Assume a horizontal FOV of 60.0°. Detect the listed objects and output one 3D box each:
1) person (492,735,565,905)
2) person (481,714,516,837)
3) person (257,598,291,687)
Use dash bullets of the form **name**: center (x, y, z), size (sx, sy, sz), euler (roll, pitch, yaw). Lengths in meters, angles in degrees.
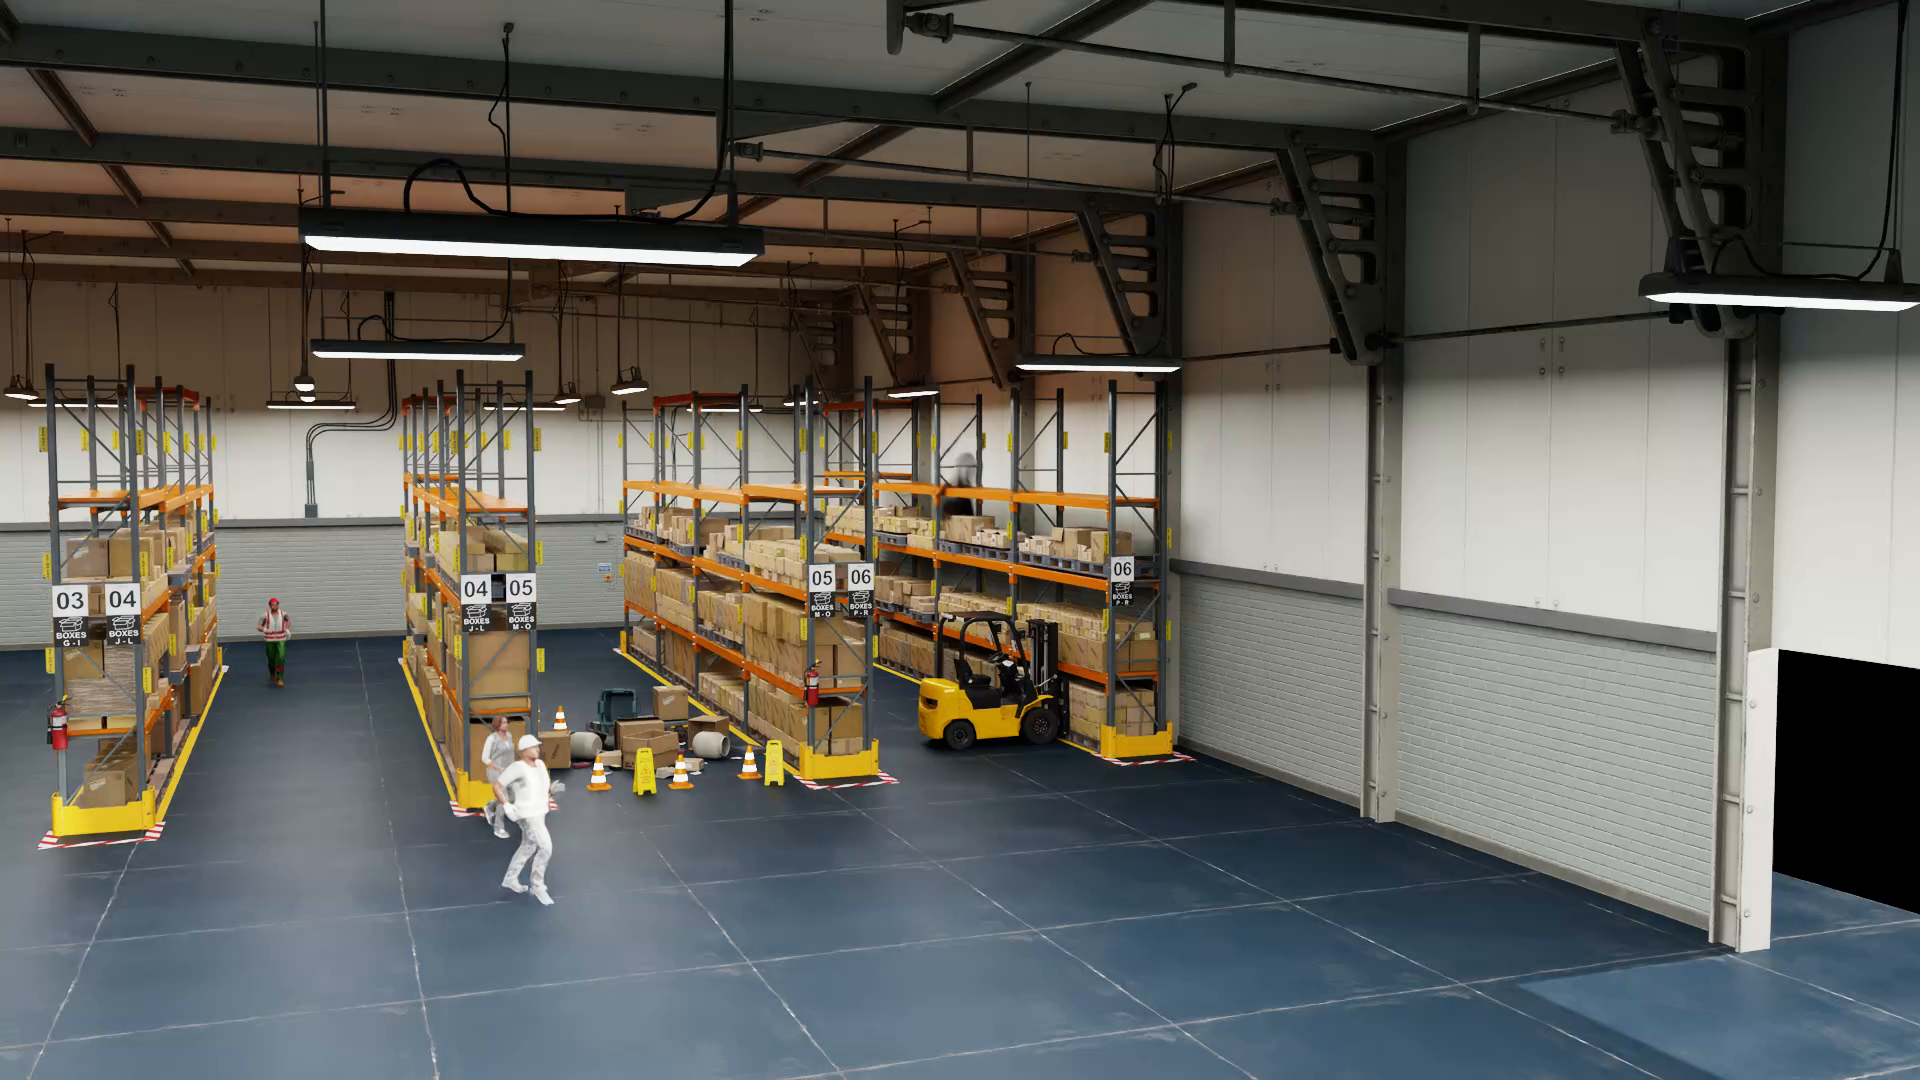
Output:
- **person**: center (-4.687, 3.049, 18.170), size (0.776, 1.846, 0.659), euler (1, 3, 11)
- **person**: center (-5.881, 2.993, 21.195), size (0.579, 1.562, 0.579), euler (2, 4, 28)
- **person**: center (-14.104, 2.082, 34.208), size (0.651, 1.788, 0.992), euler (-2, 4, -26)
